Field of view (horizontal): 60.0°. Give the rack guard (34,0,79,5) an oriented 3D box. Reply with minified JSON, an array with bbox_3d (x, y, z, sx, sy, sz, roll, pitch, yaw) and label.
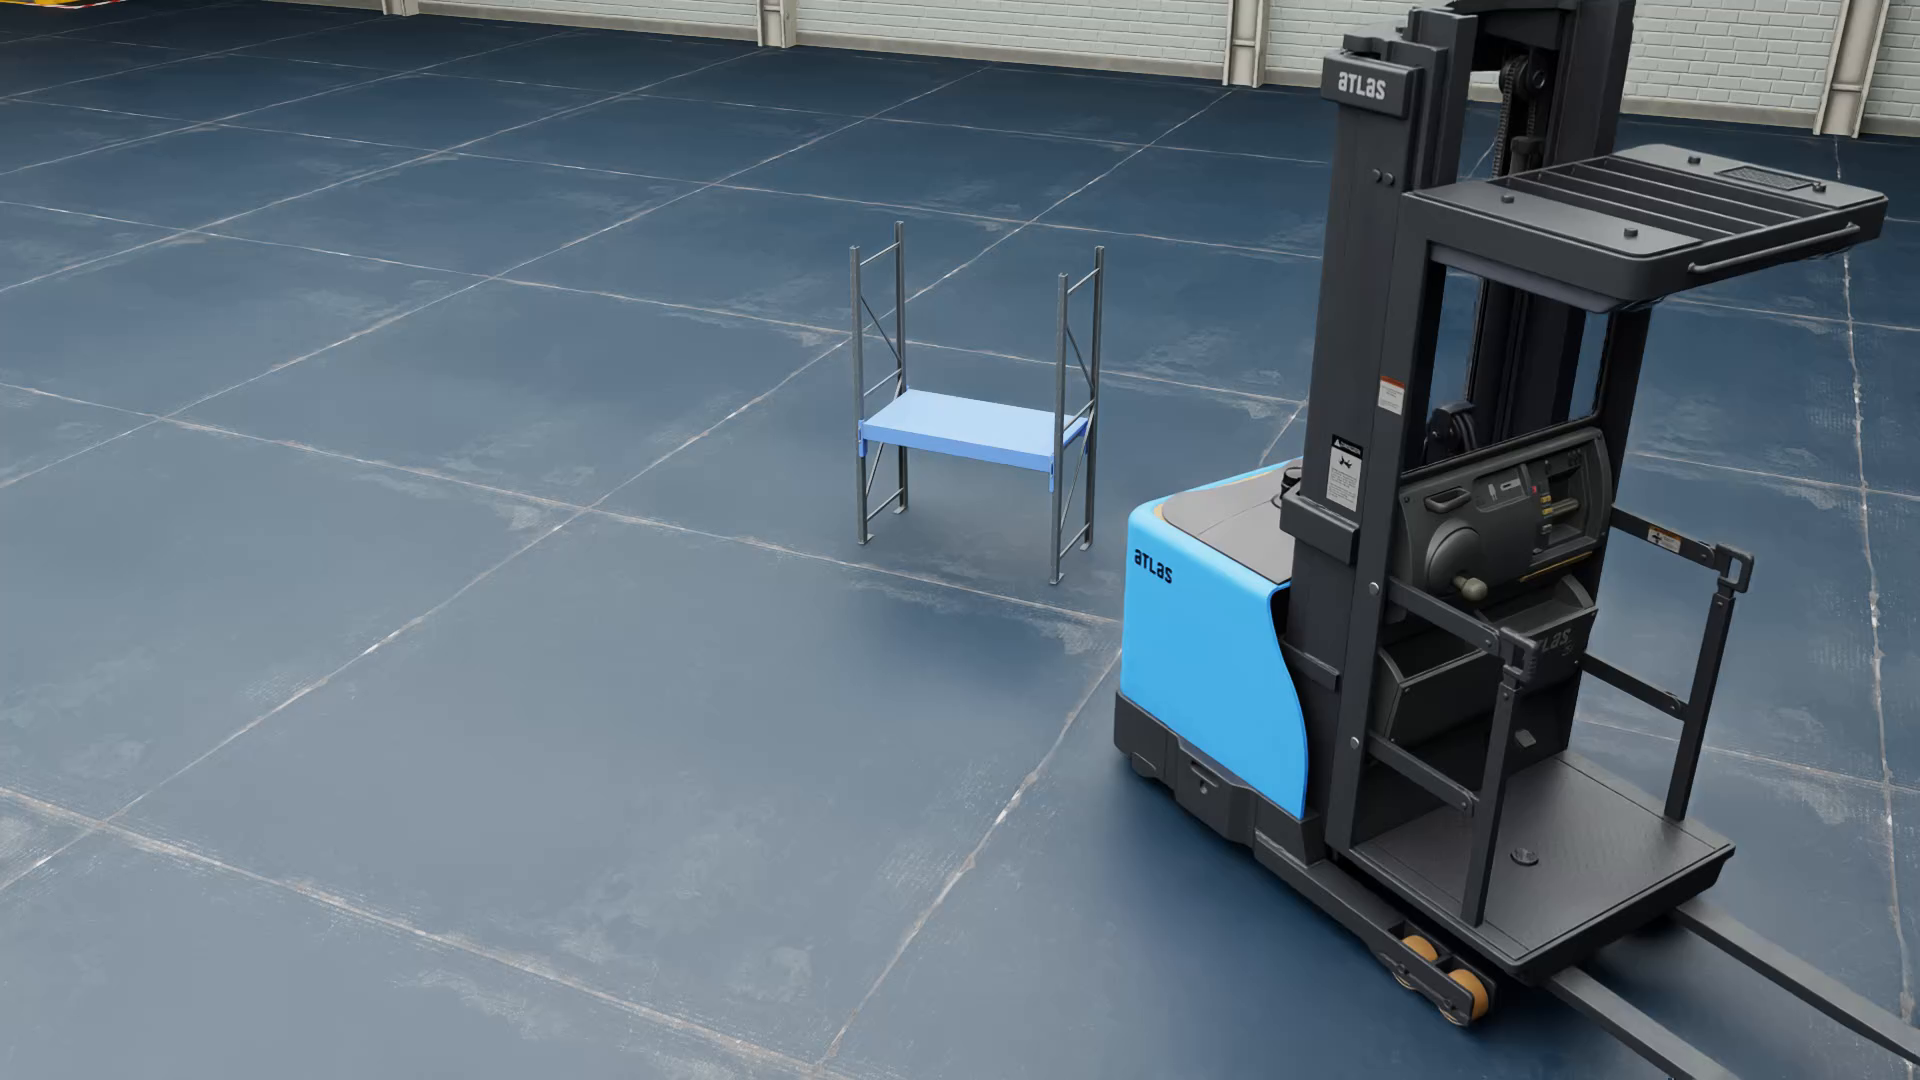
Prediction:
[{"bbox_3d":[-12.928,-8.135,24.207,0.348,0.500,1.175,11,28,22],"label":"rack guard"}]

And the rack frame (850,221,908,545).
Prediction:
[{"bbox_3d":[-0.385,-0.750,8.076,0.032,1.500,0.500,11,28,22],"label":"rack frame"}]

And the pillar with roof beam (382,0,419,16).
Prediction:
[{"bbox_3d":[-9.530,-9.614,17.590,0.400,9.000,9.100,11,28,22],"label":"pillar with roof beam"}]

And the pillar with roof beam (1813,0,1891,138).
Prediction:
[{"bbox_3d":[6.855,-6.323,10.905,0.400,9.000,9.100,11,28,22],"label":"pillar with roof beam"}]

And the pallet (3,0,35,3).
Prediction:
[{"bbox_3d":[-13.663,-8.133,24.530,1.213,0.211,1.003,11,28,22],"label":"pallet"}]

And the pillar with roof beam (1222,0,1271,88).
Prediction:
[{"bbox_3d":[1.393,-7.420,13.133,0.400,9.000,9.100,11,28,22],"label":"pillar with roof beam"}]

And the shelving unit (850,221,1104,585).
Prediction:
[{"bbox_3d":[0.078,-0.657,7.887,1.048,1.500,0.538,11,28,22],"label":"shelving unit"}]

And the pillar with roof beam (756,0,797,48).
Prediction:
[{"bbox_3d":[-4.069,-8.517,15.361,0.400,9.000,9.100,11,28,22],"label":"pillar with roof beam"}]

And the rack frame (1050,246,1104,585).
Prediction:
[{"bbox_3d":[0.540,-0.564,7.698,0.032,1.500,0.500,11,28,22],"label":"rack frame"}]

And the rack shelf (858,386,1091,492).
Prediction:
[{"bbox_3d":[0.078,-0.496,7.967,1.000,0.185,0.538,11,28,22],"label":"rack shelf"}]

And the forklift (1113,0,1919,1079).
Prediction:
[{"bbox_3d":[1.826,-0.045,5.023,1.130,2.935,3.031,-16,30,-29],"label":"forklift"}]
